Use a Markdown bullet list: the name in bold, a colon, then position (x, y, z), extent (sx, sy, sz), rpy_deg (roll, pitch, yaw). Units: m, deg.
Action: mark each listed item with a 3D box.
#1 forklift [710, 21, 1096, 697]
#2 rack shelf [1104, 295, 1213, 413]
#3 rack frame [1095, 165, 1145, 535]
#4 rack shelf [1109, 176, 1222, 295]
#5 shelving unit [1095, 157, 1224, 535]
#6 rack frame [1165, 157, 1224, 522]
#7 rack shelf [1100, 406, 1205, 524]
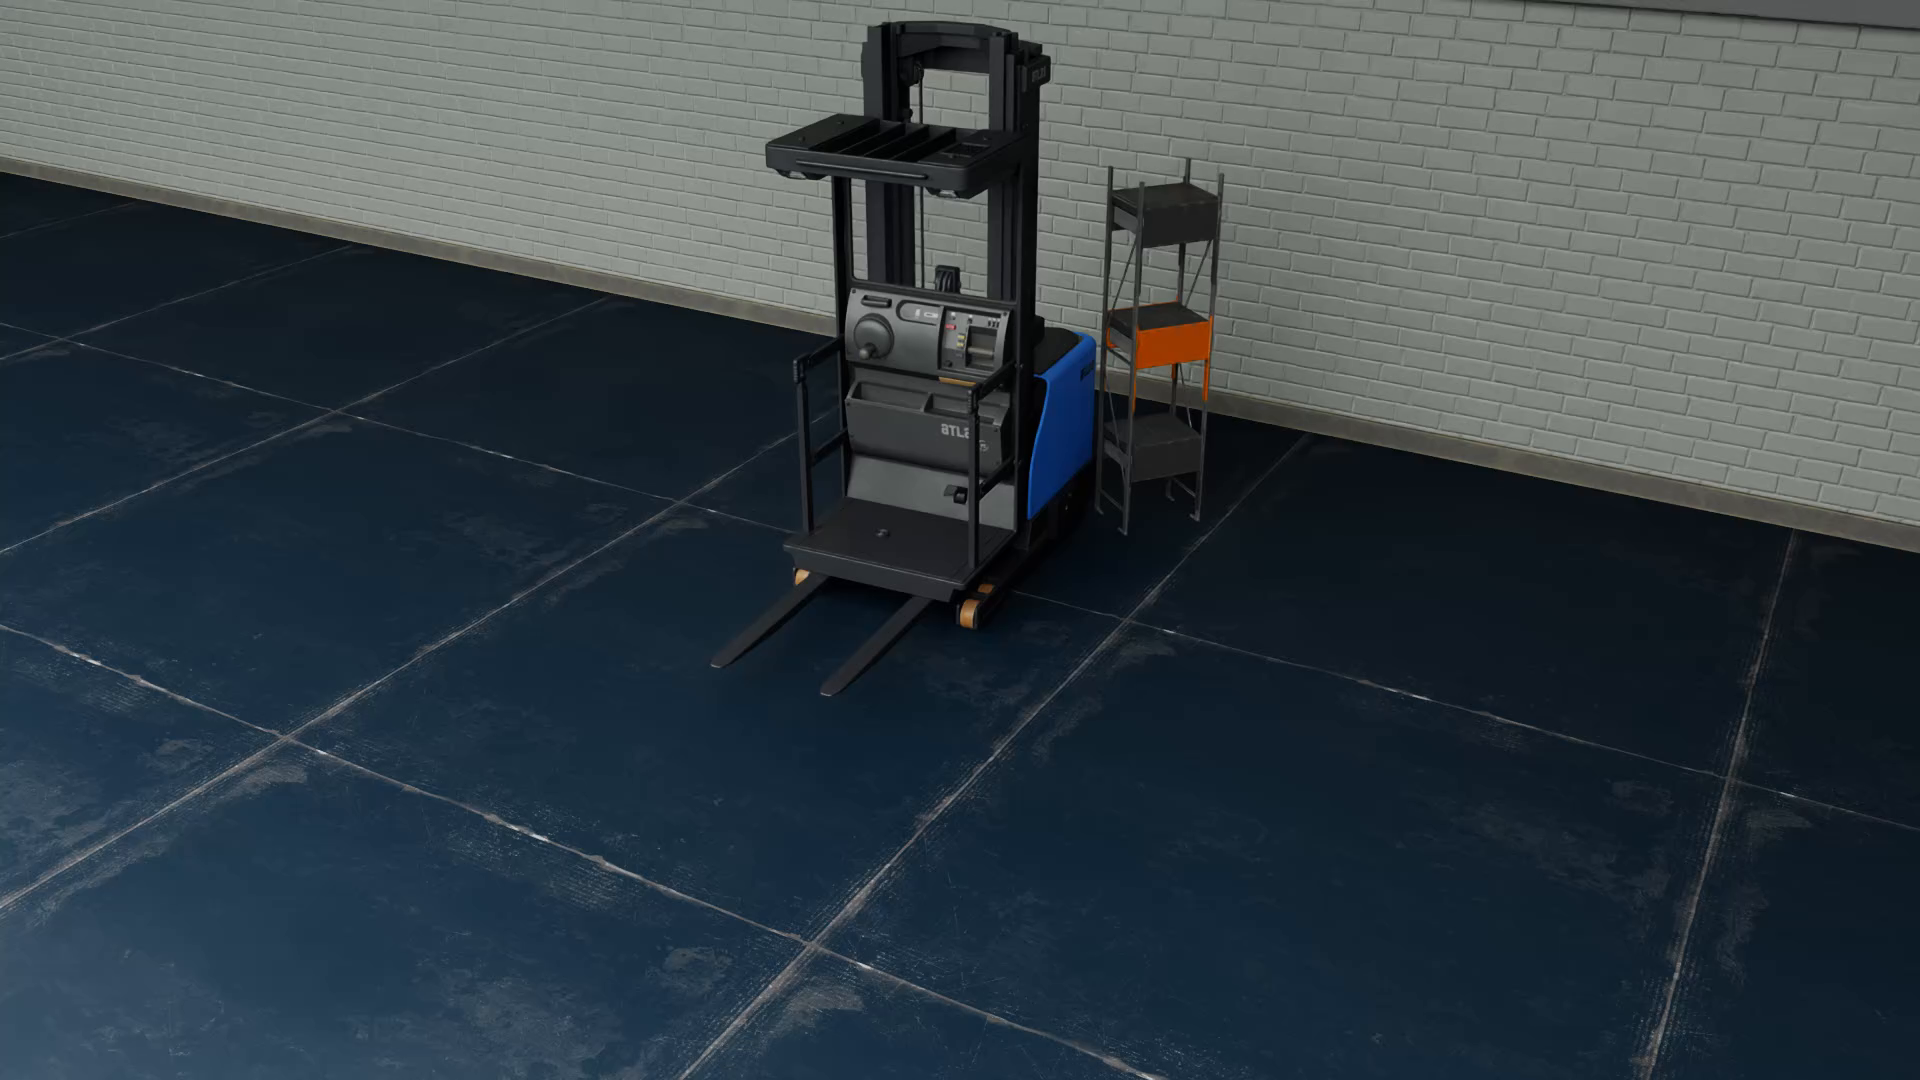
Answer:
- **forklift**: position (-0.266, -1.056, 8.586), extent (1.130, 2.935, 3.031), rpy_deg (12, 29, 22)
- **rack shelf**: position (1.129, -1.078, 9.589), extent (0.480, 0.518, 0.431), rpy_deg (-10, 28, -20)
- **rack frame**: position (0.903, -1.049, 9.500), extent (0.015, 2.100, 0.400), rpy_deg (-10, 28, -20)
- **rack shelf**: position (1.129, -1.704, 9.276), extent (0.480, 0.518, 0.431), rpy_deg (-10, 28, -20)
- **shelving unit**: position (1.129, -1.091, 9.583), extent (0.503, 2.100, 0.431), rpy_deg (-10, 28, -20)
- **rack frame**: position (1.354, -1.132, 9.666), extent (0.015, 2.100, 0.400), rpy_deg (-10, 28, -20)
- **rack shelf**: position (1.129, -0.452, 9.902), extent (0.480, 0.518, 0.431), rpy_deg (-10, 28, -20)
